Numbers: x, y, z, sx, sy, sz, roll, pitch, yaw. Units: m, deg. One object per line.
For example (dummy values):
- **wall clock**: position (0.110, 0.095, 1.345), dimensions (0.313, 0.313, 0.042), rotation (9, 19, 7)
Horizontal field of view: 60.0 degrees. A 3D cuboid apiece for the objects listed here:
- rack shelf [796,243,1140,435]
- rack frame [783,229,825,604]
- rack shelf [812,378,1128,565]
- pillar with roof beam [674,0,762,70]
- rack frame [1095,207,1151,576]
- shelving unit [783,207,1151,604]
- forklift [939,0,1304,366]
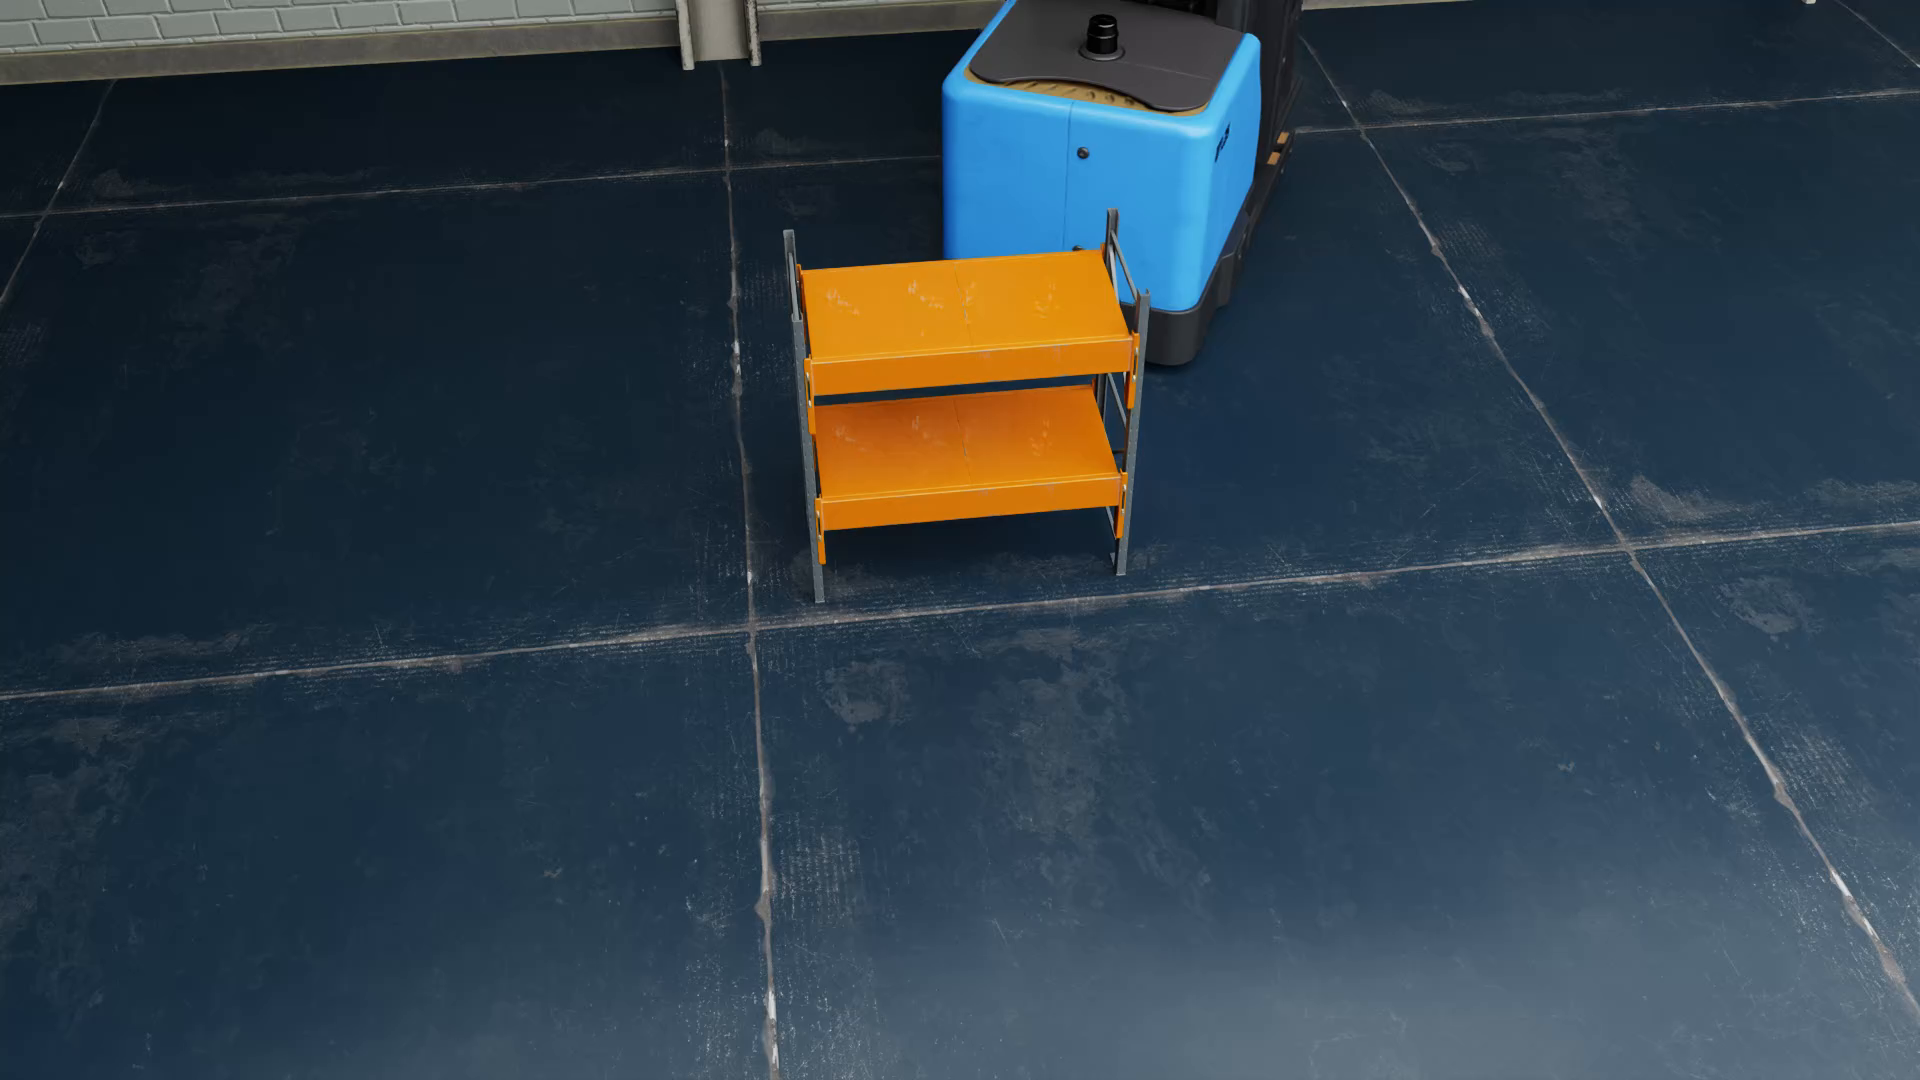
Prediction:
- **rack shelf**: position (0.007, -0.636, 5.178), dimensions (1.000, 0.278, 0.538), rotation (-5, 42, -6)
- **rack frame**: position (-0.497, -0.374, 5.325), dimensions (0.032, 1.125, 0.500), rotation (-5, 42, -6)
- **rack shelf**: position (0.007, -0.237, 5.538), dimensions (1.000, 0.278, 0.538), rotation (-5, 42, -6)
- **pillar with roof beam**: position (-0.662, -2.970, 2.324), dimensions (0.400, 9.000, 9.100), rotation (-5, 42, -6)
- **rack frame**: position (0.511, -0.462, 5.423), dimensions (0.032, 1.125, 0.500), rotation (-5, 42, -6)
- **shelving unit**: position (0.007, -0.418, 5.374), dimensions (1.048, 1.125, 0.538), rotation (-5, 42, -6)
- **forklift**: position (0.895, -2.757, 6.618), dimensions (1.130, 2.935, 3.031), rotation (14, 44, 15)
